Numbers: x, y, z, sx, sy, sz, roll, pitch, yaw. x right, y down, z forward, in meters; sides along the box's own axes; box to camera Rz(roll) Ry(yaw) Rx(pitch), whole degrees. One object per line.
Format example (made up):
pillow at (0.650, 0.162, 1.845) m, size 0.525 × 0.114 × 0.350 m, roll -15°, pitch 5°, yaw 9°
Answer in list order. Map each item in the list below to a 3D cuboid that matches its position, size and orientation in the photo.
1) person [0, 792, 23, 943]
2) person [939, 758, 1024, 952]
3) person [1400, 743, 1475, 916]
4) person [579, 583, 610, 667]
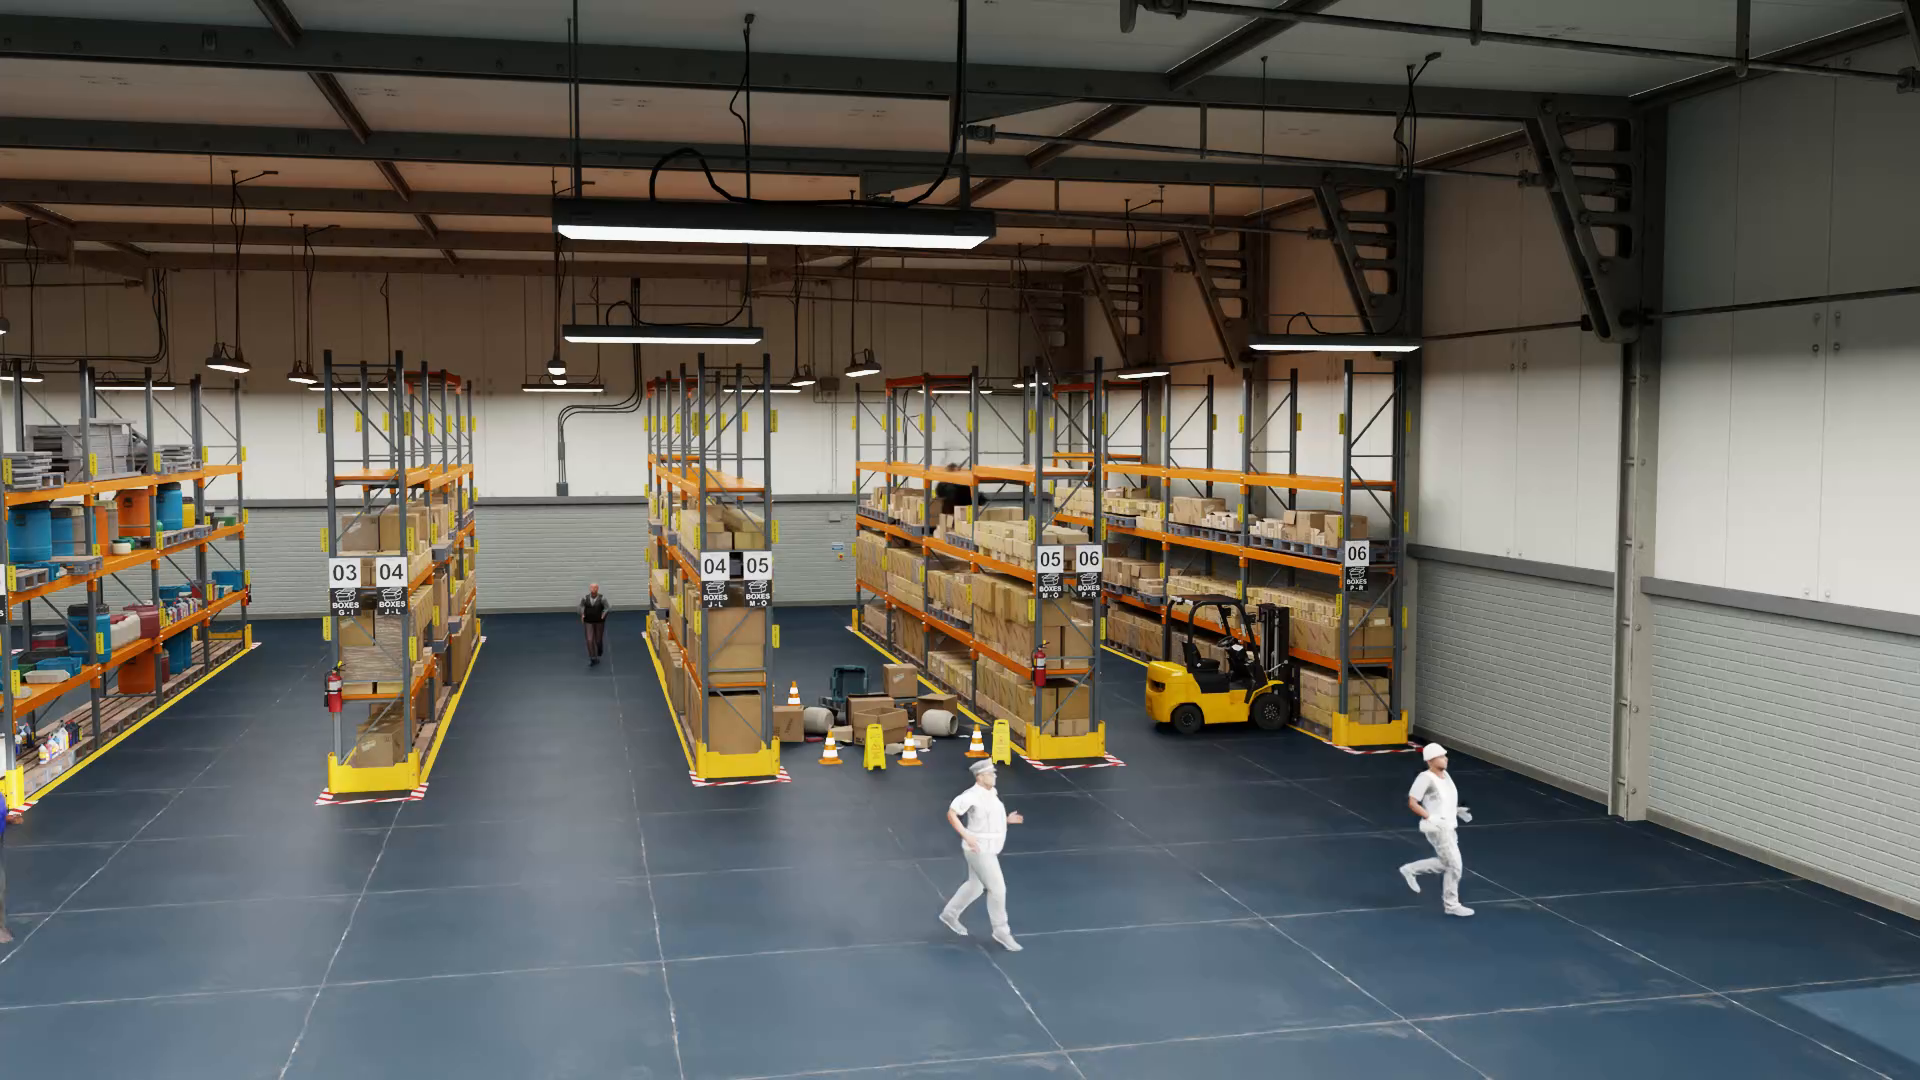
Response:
person at (-9.503, 3.059, 16.202) m, size 0.772 × 1.723 × 0.557 m, roll 0°, pitch 4°, yaw 5°
person at (0.203, 3.002, 16.016) m, size 0.878 × 1.837 × 0.647 m, roll 1°, pitch 4°, yaw 16°
person at (4.868, 2.944, 16.994) m, size 0.814 × 1.739 × 0.673 m, roll 3°, pitch 5°, yaw 35°
person at (-7.641, 1.748, 34.744) m, size 0.662 × 1.715 × 0.810 m, roll 0°, pitch 4°, yaw -7°
